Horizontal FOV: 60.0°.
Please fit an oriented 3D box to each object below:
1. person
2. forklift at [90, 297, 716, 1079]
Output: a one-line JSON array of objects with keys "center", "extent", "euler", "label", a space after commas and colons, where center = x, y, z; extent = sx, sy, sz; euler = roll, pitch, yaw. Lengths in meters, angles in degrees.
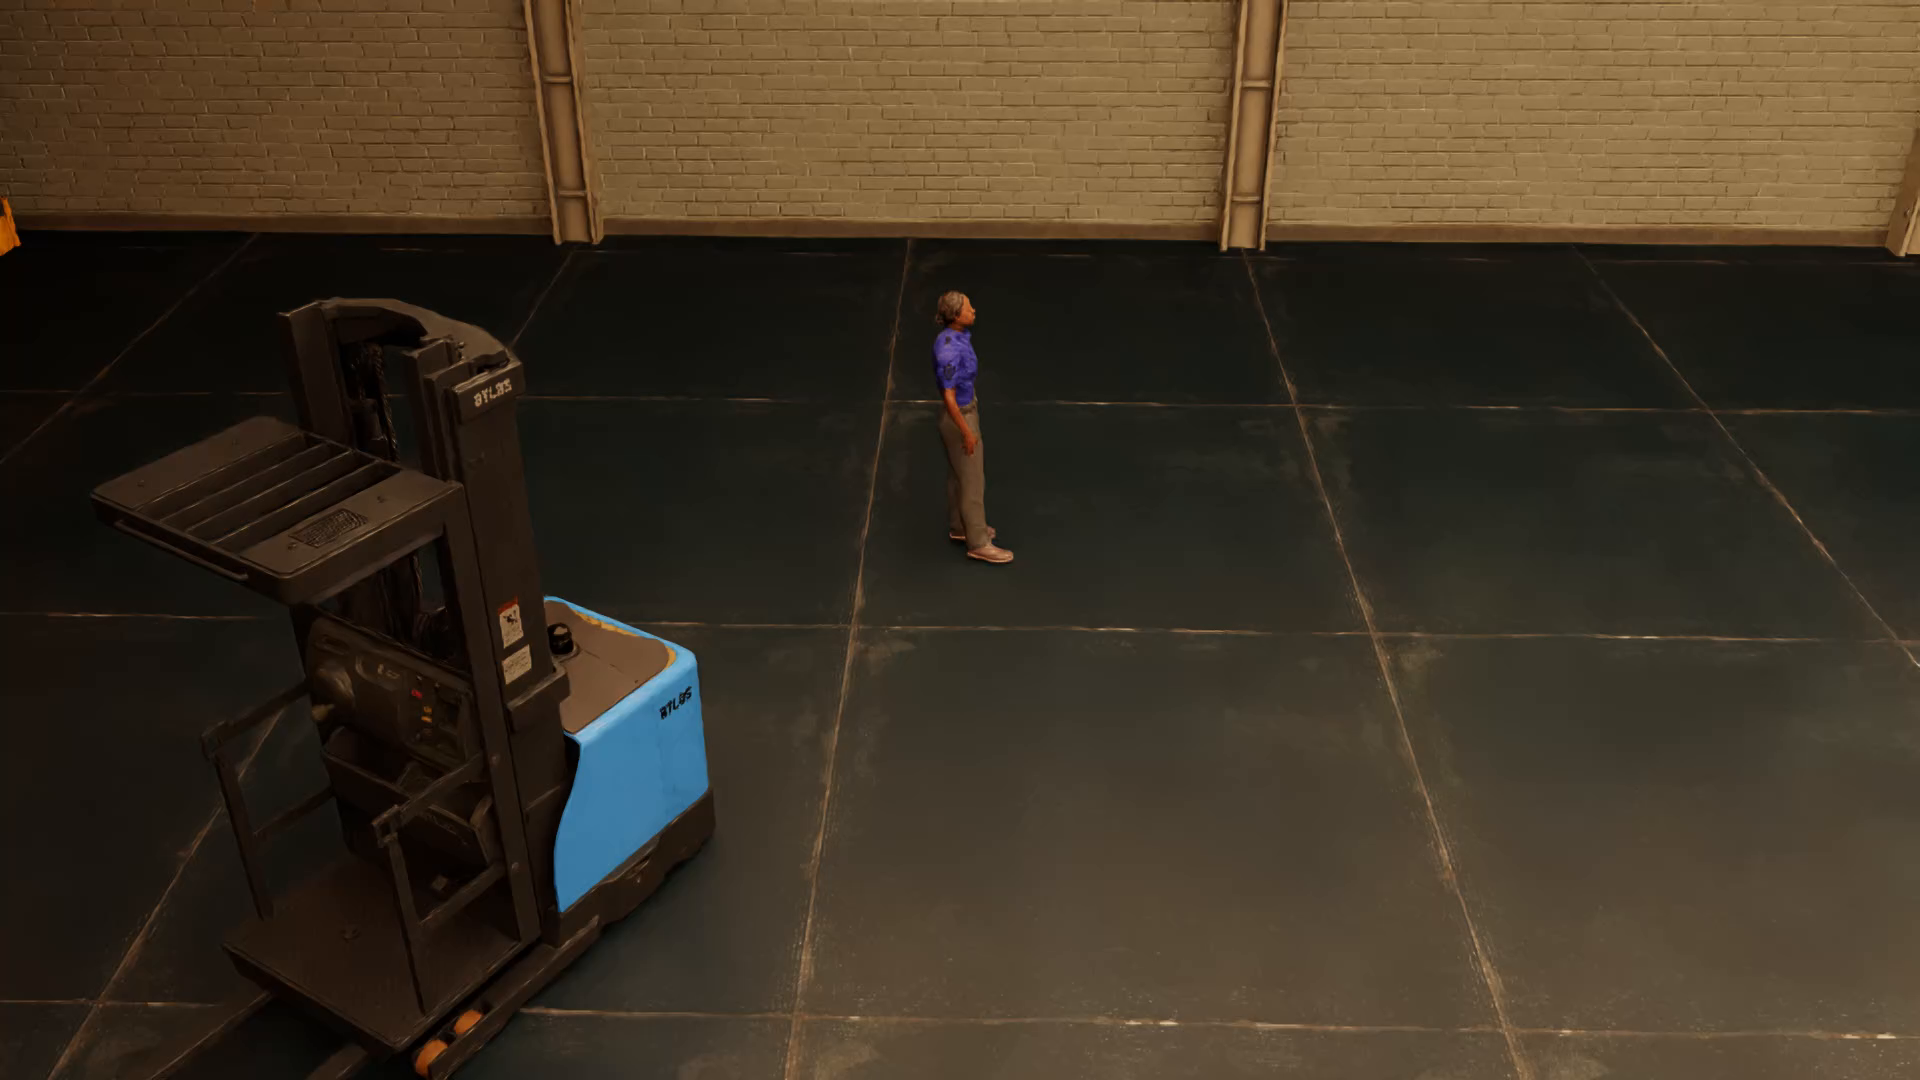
[{"center": [0.087, -0.703, 10.060], "extent": [0.503, 1.642, 0.570], "euler": [1, 31, 1], "label": "person"}, {"center": [-2.393, 0.667, 6.483], "extent": [1.130, 2.935, 3.031], "euler": [18, 35, 28], "label": "forklift"}]
